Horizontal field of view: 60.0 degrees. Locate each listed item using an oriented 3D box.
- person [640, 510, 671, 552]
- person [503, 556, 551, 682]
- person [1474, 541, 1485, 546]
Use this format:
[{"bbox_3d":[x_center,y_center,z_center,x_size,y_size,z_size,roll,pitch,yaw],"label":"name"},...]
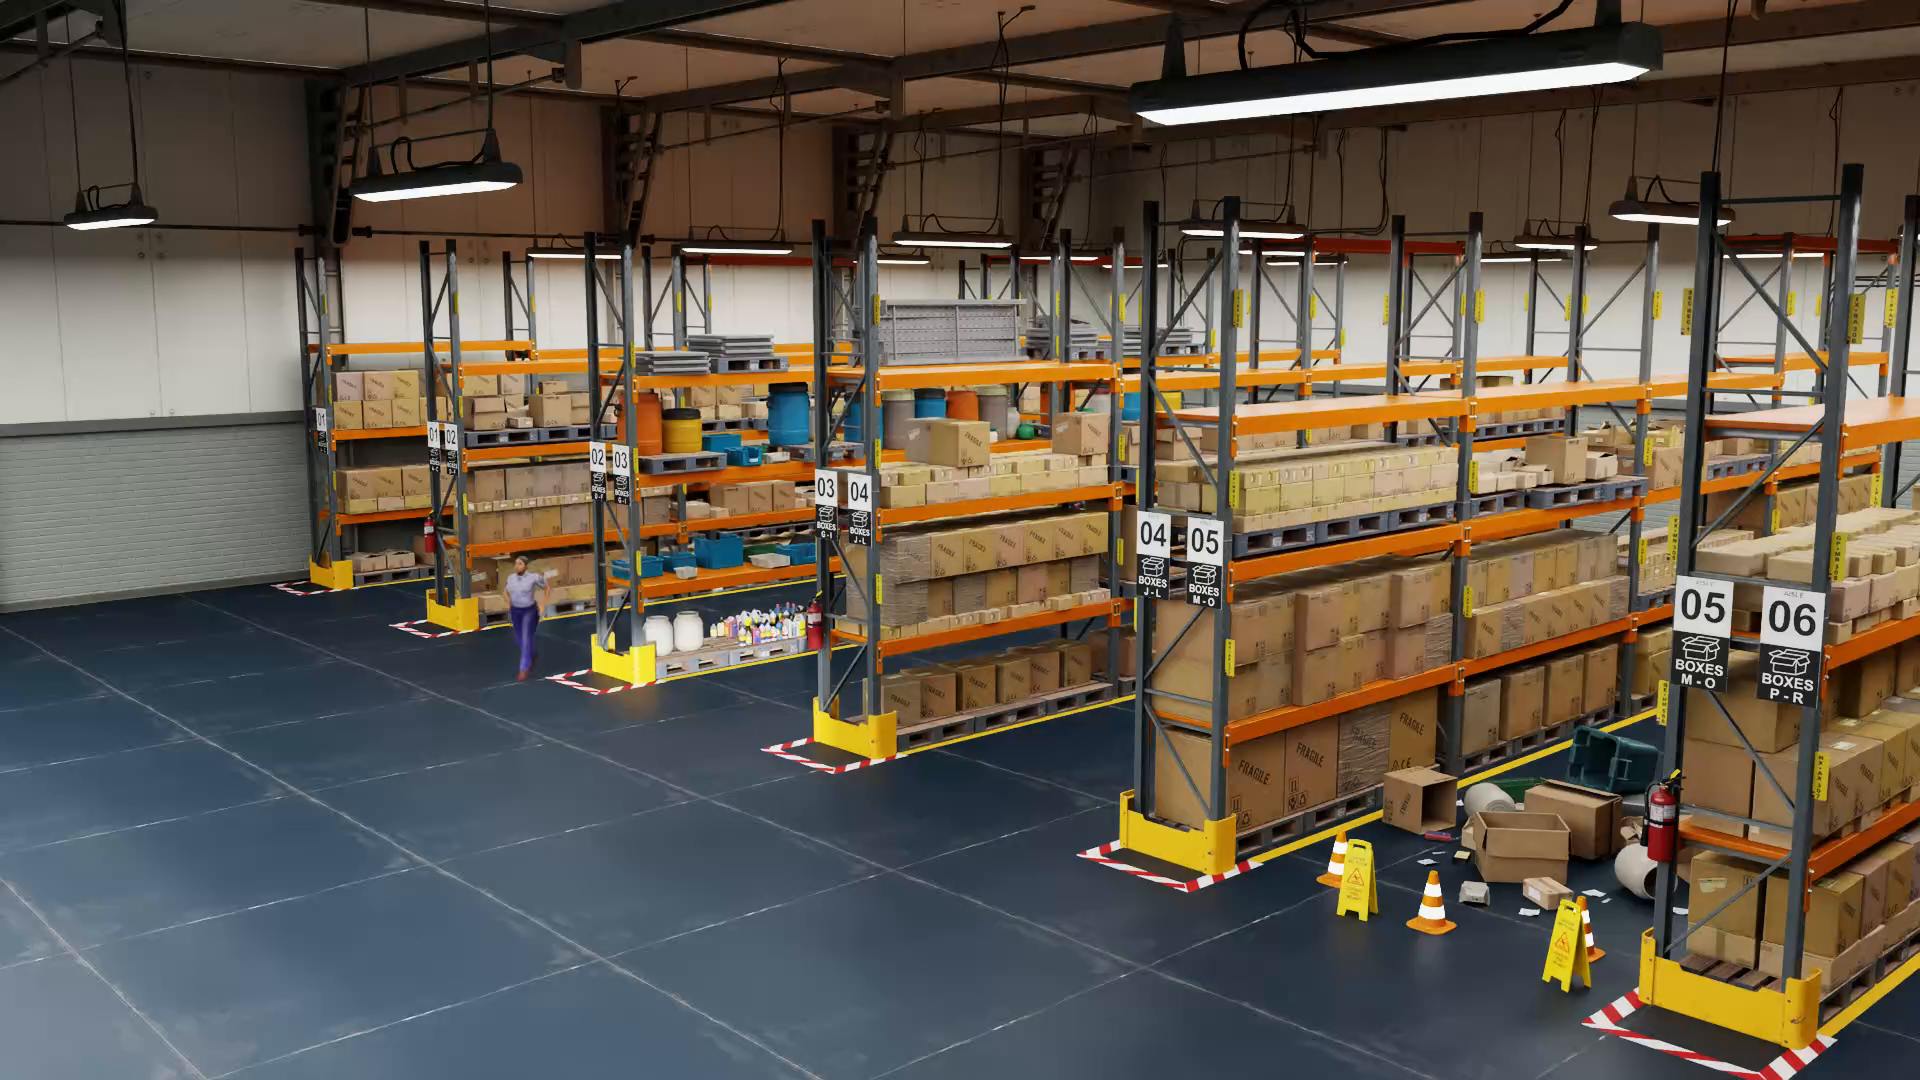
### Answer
[{"bbox_3d":[-5.684,-0.173,30.710,0.708,1.765,0.824,7,11,38],"label":"person"},{"bbox_3d":[-5.930,1.036,22.716,0.626,1.680,0.828,2,9,15],"label":"person"},{"bbox_3d":[7.836,0.744,25.075,0.524,1.525,0.738,6,10,36],"label":"person"}]
